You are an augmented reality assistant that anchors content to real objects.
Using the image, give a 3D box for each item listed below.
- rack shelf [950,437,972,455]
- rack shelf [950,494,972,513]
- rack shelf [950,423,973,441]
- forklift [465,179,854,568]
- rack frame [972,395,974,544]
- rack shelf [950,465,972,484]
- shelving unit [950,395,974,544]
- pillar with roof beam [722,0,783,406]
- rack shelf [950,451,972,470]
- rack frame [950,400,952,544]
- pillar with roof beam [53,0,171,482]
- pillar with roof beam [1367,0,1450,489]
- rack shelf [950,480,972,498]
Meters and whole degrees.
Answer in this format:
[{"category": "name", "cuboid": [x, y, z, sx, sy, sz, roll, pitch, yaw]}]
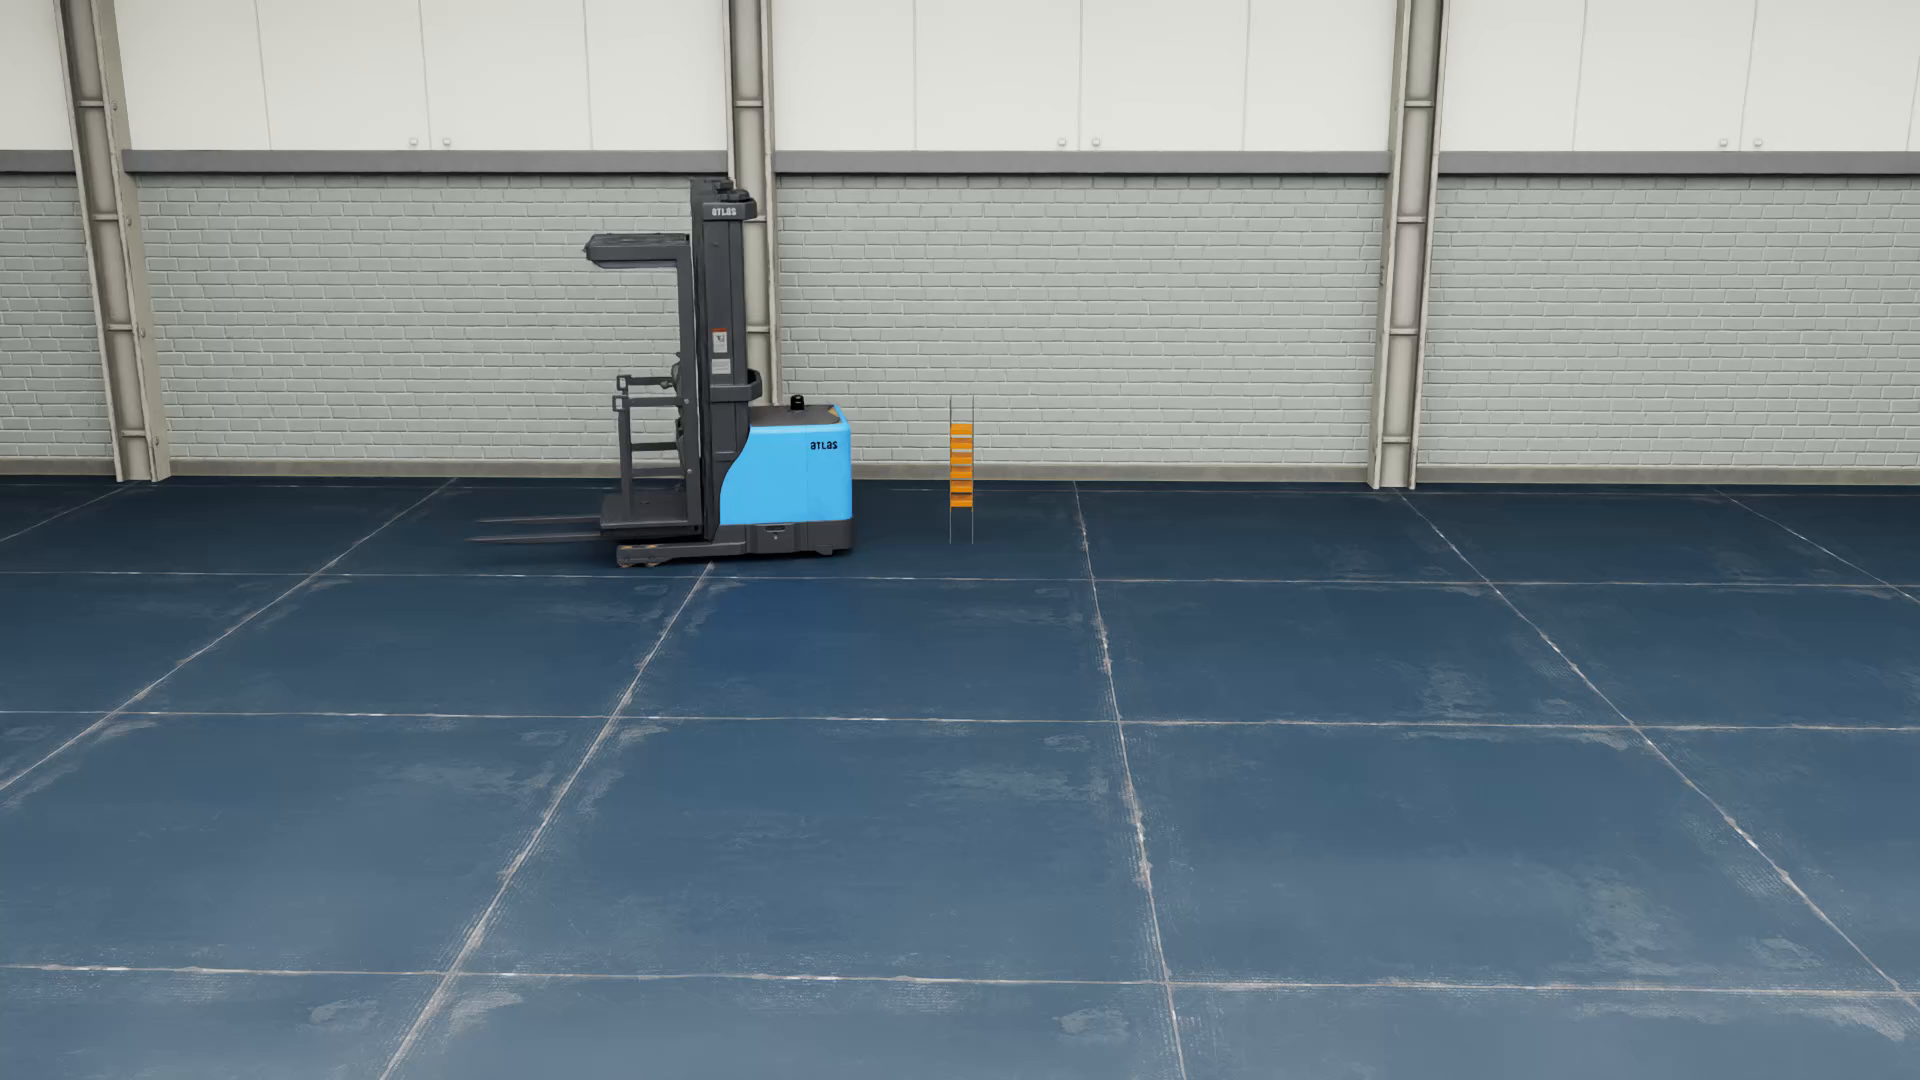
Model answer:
[{"category": "rack shelf", "cuboid": [0.014, -0.769, 13.637, 0.180, 0.103, 0.258, 0, 15, 1]}, {"category": "rack shelf", "cuboid": [0.014, -0.305, 13.759, 0.180, 0.103, 0.258, 0, 15, 1]}, {"category": "rack shelf", "cuboid": [0.014, -0.885, 13.606, 0.180, 0.103, 0.258, 0, 15, 1]}, {"category": "forklift", "cuboid": [-2.415, -1.346, 13.197, 3.031, 2.935, 1.130, -2, 15, -9]}, {"category": "rack frame", "cuboid": [0.106, -0.579, 13.684, 0.006, 1.200, 0.240, 0, 15, 1]}, {"category": "rack shelf", "cuboid": [0.014, -0.537, 13.698, 0.180, 0.103, 0.258, 0, 15, 1]}, {"category": "shelving unit", "cuboid": [0.014, -0.580, 13.687, 0.189, 1.200, 0.258, 0, 15, 1]}, {"category": "pillar with roof beam", "cuboid": [-2.012, -3.814, 10.655, 0.400, 9.000, 9.100, 0, 15, 1]}, {"category": "rack shelf", "cuboid": [0.014, -0.653, 13.667, 0.180, 0.103, 0.258, 0, 15, 1]}, {"category": "rack frame", "cuboid": [-0.077, -0.581, 13.689, 0.006, 1.200, 0.240, 0, 15, 1]}, {"category": "pillar with roof beam", "cuboid": [-8.010, -3.853, 10.803, 0.400, 9.000, 9.100, 0, 15, 1]}, {"category": "pillar with roof beam", "cuboid": [3.986, -3.775, 10.507, 0.400, 9.000, 9.100, 0, 15, 1]}, {"category": "rack shelf", "cuboid": [0.014, -0.421, 13.729, 0.180, 0.103, 0.258, 0, 15, 1]}]
